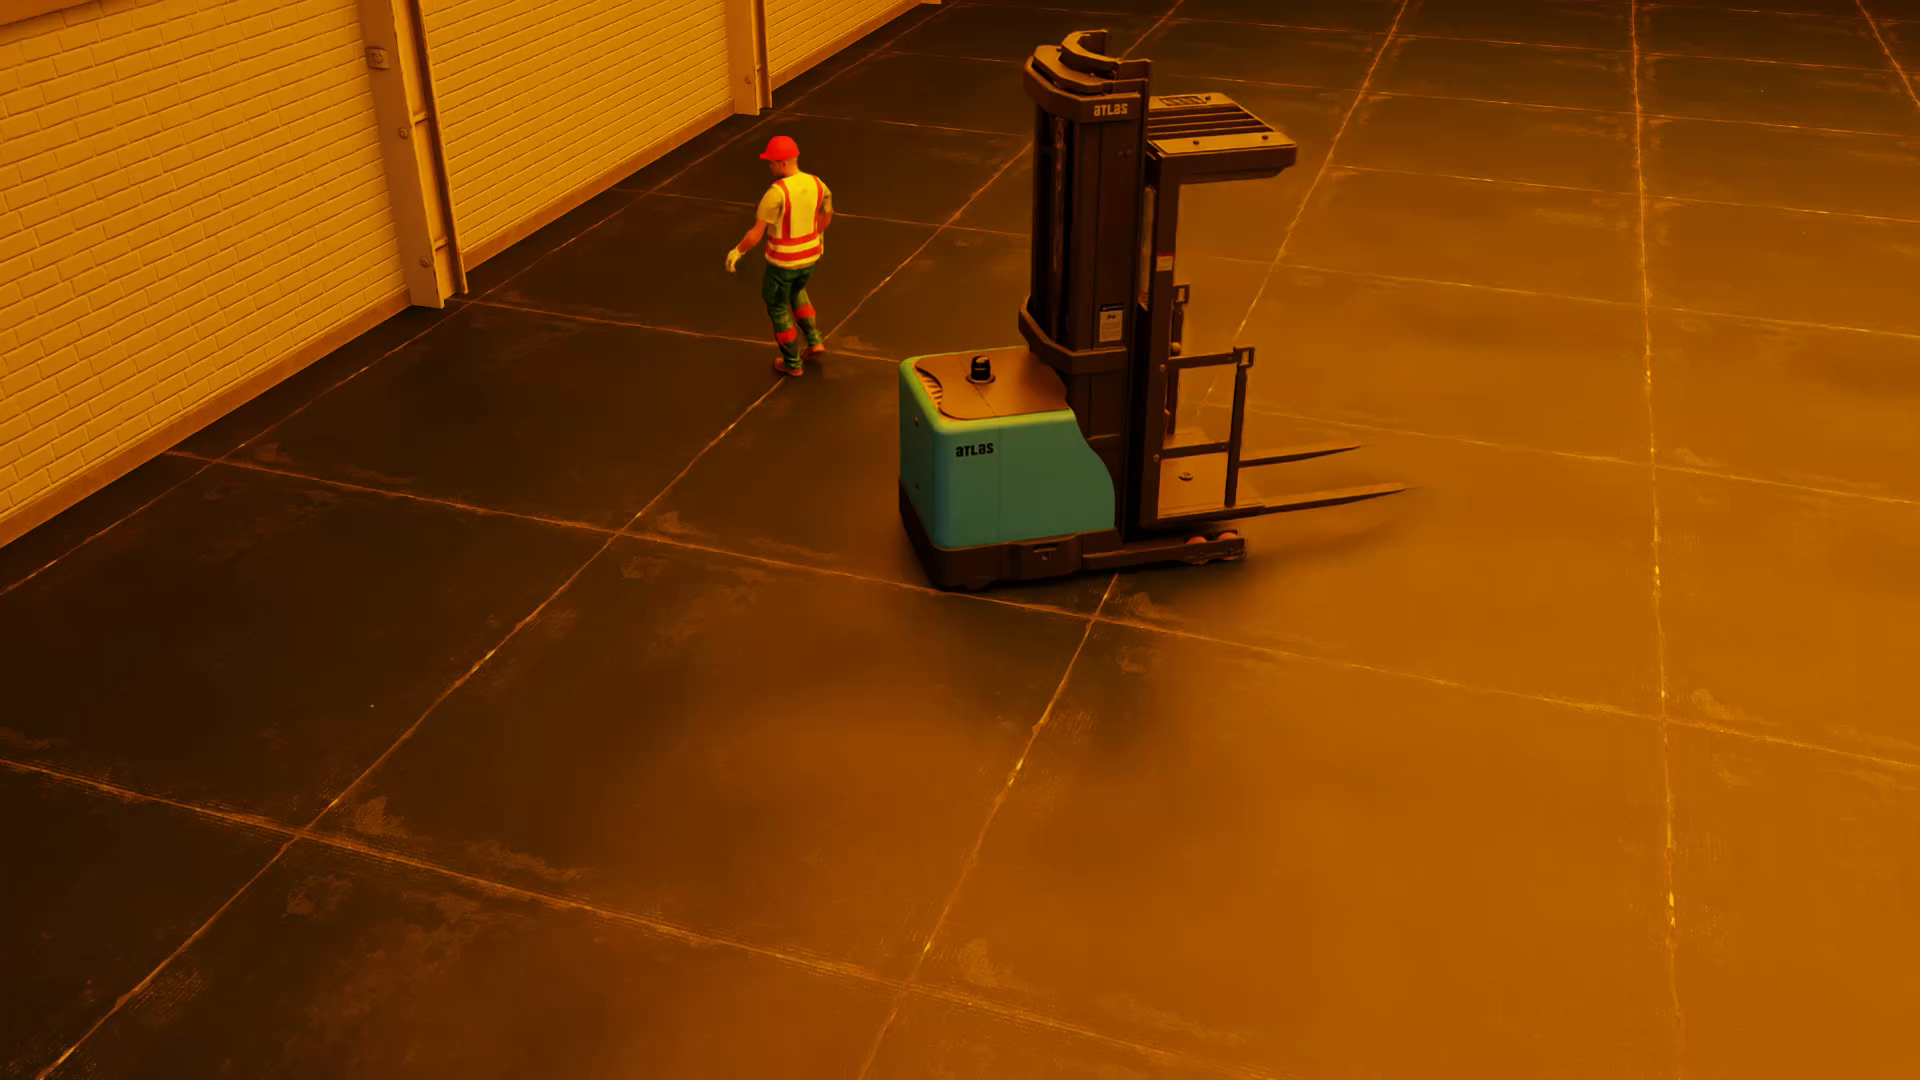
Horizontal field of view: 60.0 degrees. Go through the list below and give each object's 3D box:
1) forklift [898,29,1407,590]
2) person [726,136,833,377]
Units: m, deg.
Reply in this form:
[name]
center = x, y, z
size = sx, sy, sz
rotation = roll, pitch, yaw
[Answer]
[forklift]
center = 1.198, -1.371, 9.542
size = 3.031, 2.935, 1.130
rotation = -7, 30, -12
[person]
center = -1.264, -2.007, 11.860
size = 0.844, 1.773, 0.483
rotation = -22, 36, -33
